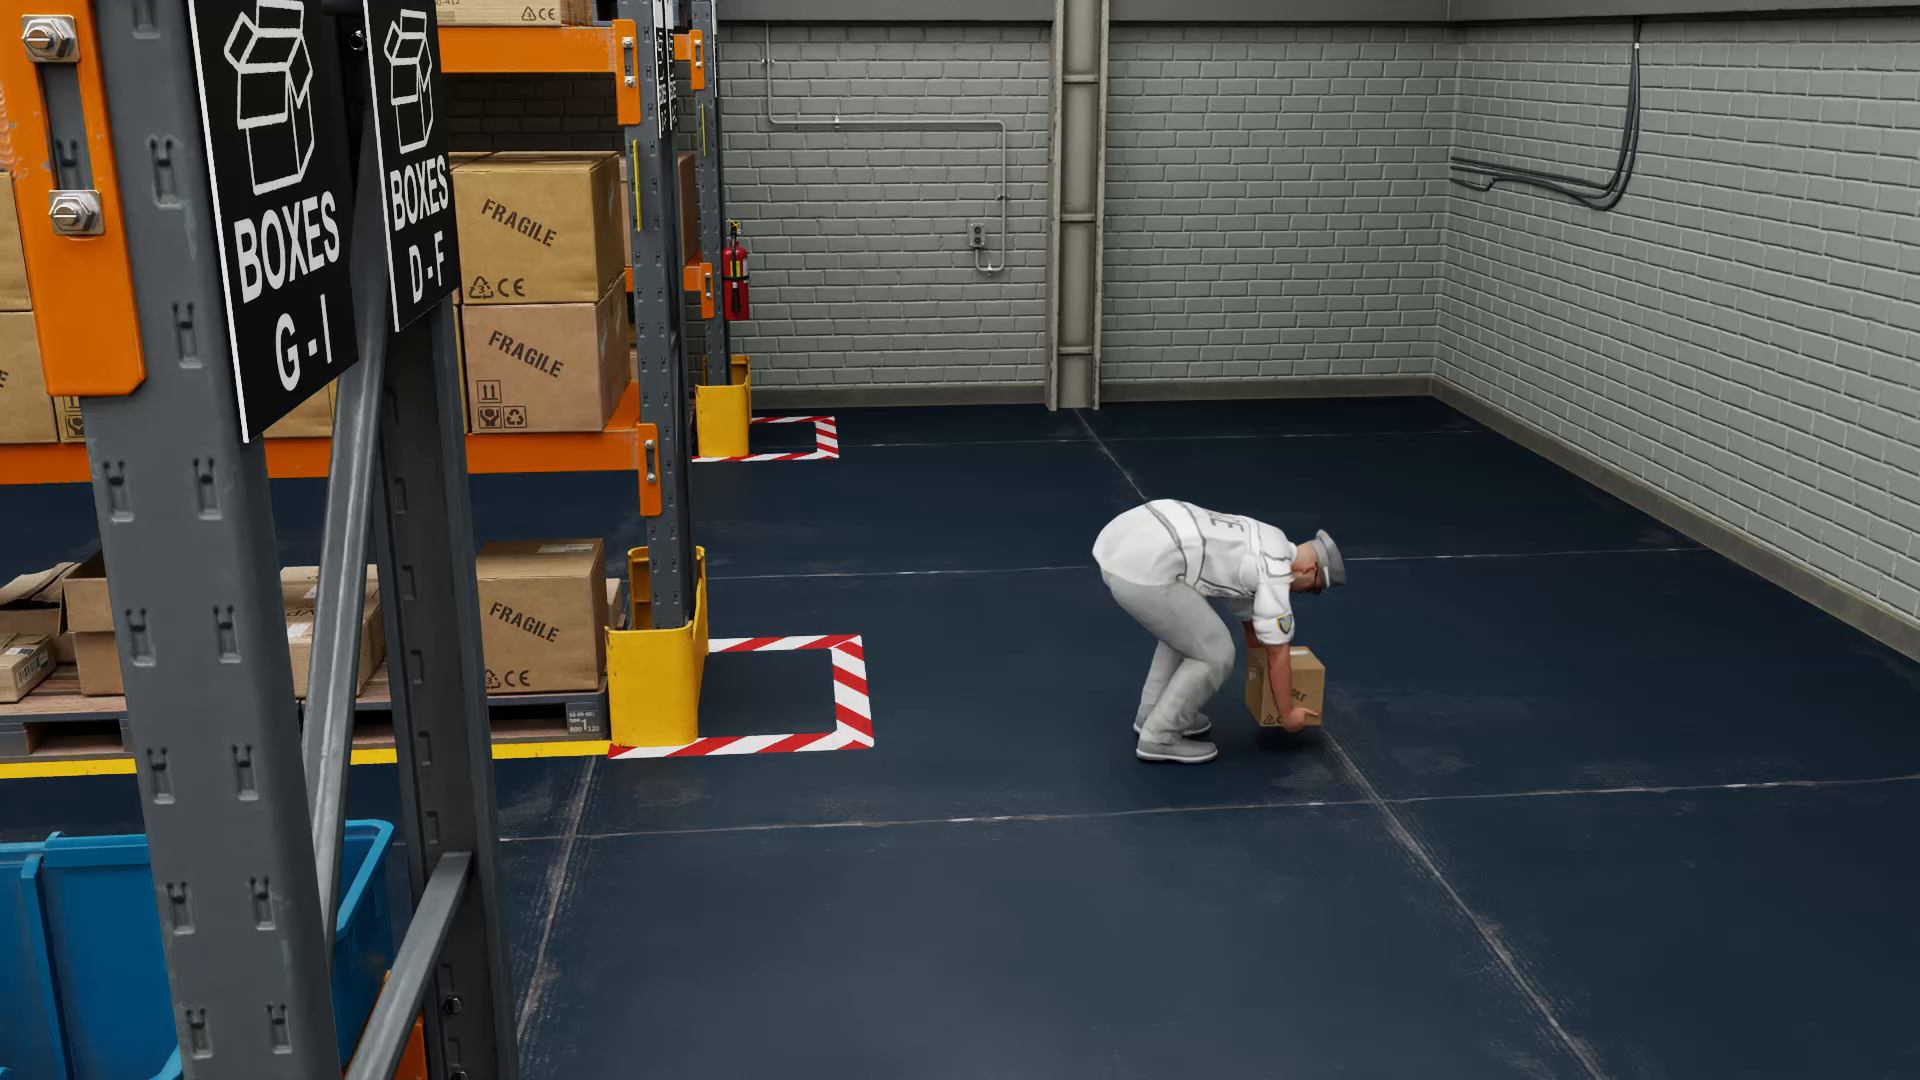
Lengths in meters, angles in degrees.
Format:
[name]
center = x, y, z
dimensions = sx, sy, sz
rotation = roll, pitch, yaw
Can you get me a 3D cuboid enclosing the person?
[person]
center = 1.047, 0.341, 6.667
dimensions = 1.030, 1.020, 0.516
rotation = -2, 17, -8
